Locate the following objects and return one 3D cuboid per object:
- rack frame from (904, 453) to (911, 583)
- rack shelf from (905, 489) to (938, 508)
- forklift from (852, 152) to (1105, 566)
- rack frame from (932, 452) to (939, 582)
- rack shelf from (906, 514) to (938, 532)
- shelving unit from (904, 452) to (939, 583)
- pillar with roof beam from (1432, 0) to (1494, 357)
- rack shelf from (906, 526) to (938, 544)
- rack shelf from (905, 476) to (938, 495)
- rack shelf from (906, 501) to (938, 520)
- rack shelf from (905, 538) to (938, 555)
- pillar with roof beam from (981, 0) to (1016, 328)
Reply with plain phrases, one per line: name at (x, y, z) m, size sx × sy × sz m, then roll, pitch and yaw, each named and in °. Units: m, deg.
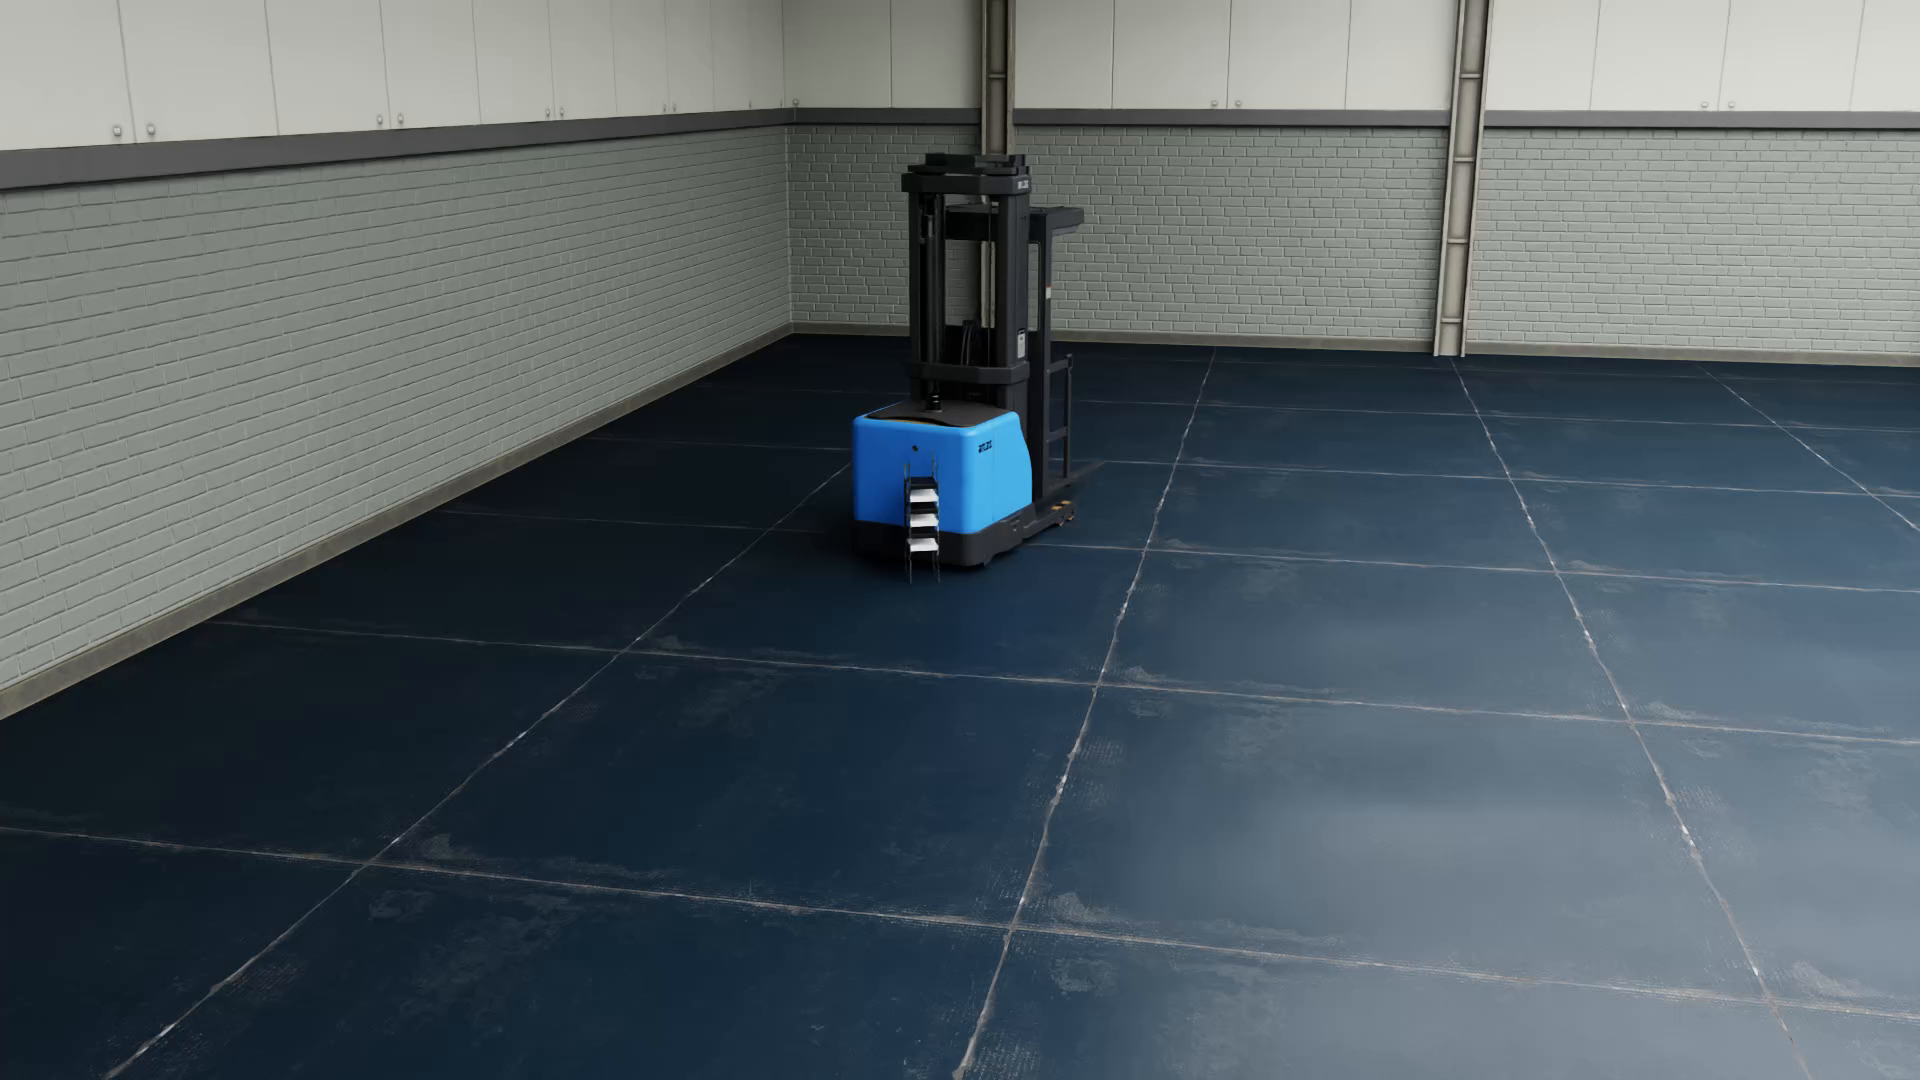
rack frame at (-0.376, -0.156, 11.868) m, size 0.006 × 0.900 × 0.240 m, roll -3°, pitch 16°, yaw -10°
rack shelf at (-0.276, -0.302, 11.847) m, size 0.200 × 0.077 × 0.258 m, roll -3°, pitch 16°, yaw -10°
forklift at (0.302, -1.568, 13.162) m, size 1.130 × 2.935 × 3.031 m, roll 8°, pitch 17°, yaw 26°
rack frame at (-0.176, -0.166, 11.905) m, size 0.006 × 0.900 × 0.240 m, roll -3°, pitch 16°, yaw -10°
rack shelf at (-0.276, -0.129, 11.895) m, size 0.200 × 0.077 × 0.258 m, roll -3°, pitch 16°, yaw -10°
shelving unit at (-0.276, -0.161, 11.886) m, size 0.210 × 0.900 × 0.258 m, roll -3°, pitch 16°, yaw -10°
pillar with roof beam at (5.530, -5.639, 16.492) m, size 0.400 × 9.000 × 9.100 m, roll 3°, pitch 16°, yaw 11°
rack shelf at (-0.276, -0.042, 11.919) m, size 0.200 × 0.077 × 0.258 m, roll -3°, pitch 16°, yaw -10°
rack shelf at (-0.276, -0.389, 11.823) m, size 0.200 × 0.077 × 0.258 m, roll -3°, pitch 16°, yaw -10°
rack shelf at (-0.276, -0.215, 11.871) m, size 0.200 × 0.077 × 0.258 m, roll -3°, pitch 16°, yaw -10°
rack shelf at (-0.276, 0.045, 11.943) m, size 0.200 × 0.077 × 0.258 m, roll -3°, pitch 16°, yaw -10°
pillar with roof beam at (-0.350, -5.958, 17.644) m, size 0.400 × 9.000 × 9.100 m, roll 3°, pitch 16°, yaw 11°
